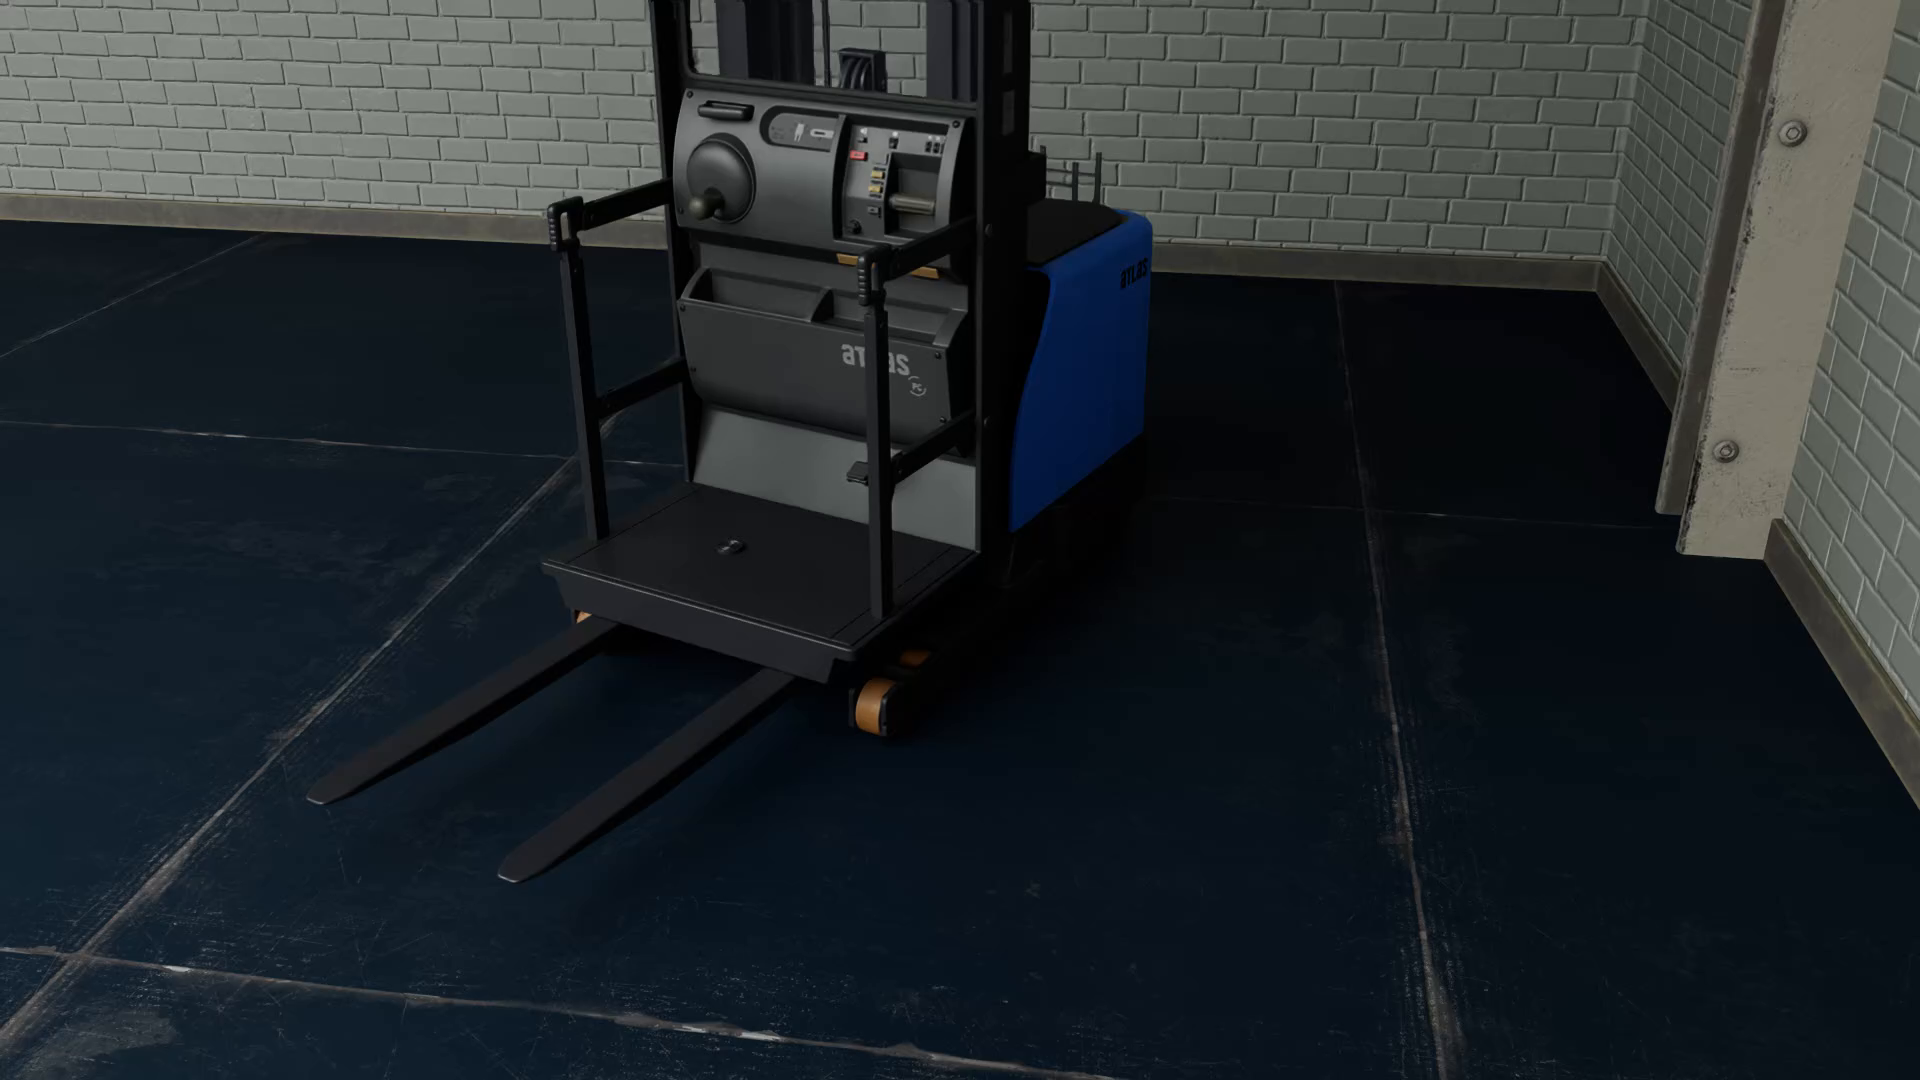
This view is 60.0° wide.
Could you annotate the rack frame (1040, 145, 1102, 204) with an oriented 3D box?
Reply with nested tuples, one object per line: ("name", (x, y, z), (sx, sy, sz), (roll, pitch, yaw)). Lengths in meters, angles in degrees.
("rack frame", (0.390, -0.836, 6.121), (0.240, 1.200, 0.006), (14, 28, 27))

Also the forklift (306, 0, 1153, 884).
("forklift", (-0.508, -1.005, 4.439), (1.130, 2.935, 3.031), (14, 28, 27))

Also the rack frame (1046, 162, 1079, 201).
("rack frame", (0.300, -0.769, 5.977), (0.240, 1.200, 0.006), (14, 28, 27))

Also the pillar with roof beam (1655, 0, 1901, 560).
("pillar with roof beam", (-1.620, -4.399, 4.534), (9.100, 9.000, 0.400), (4, 25, 9))

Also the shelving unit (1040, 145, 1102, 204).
("shelving unit", (0.345, -0.802, 6.049), (0.258, 1.200, 0.189), (14, 28, 27))
